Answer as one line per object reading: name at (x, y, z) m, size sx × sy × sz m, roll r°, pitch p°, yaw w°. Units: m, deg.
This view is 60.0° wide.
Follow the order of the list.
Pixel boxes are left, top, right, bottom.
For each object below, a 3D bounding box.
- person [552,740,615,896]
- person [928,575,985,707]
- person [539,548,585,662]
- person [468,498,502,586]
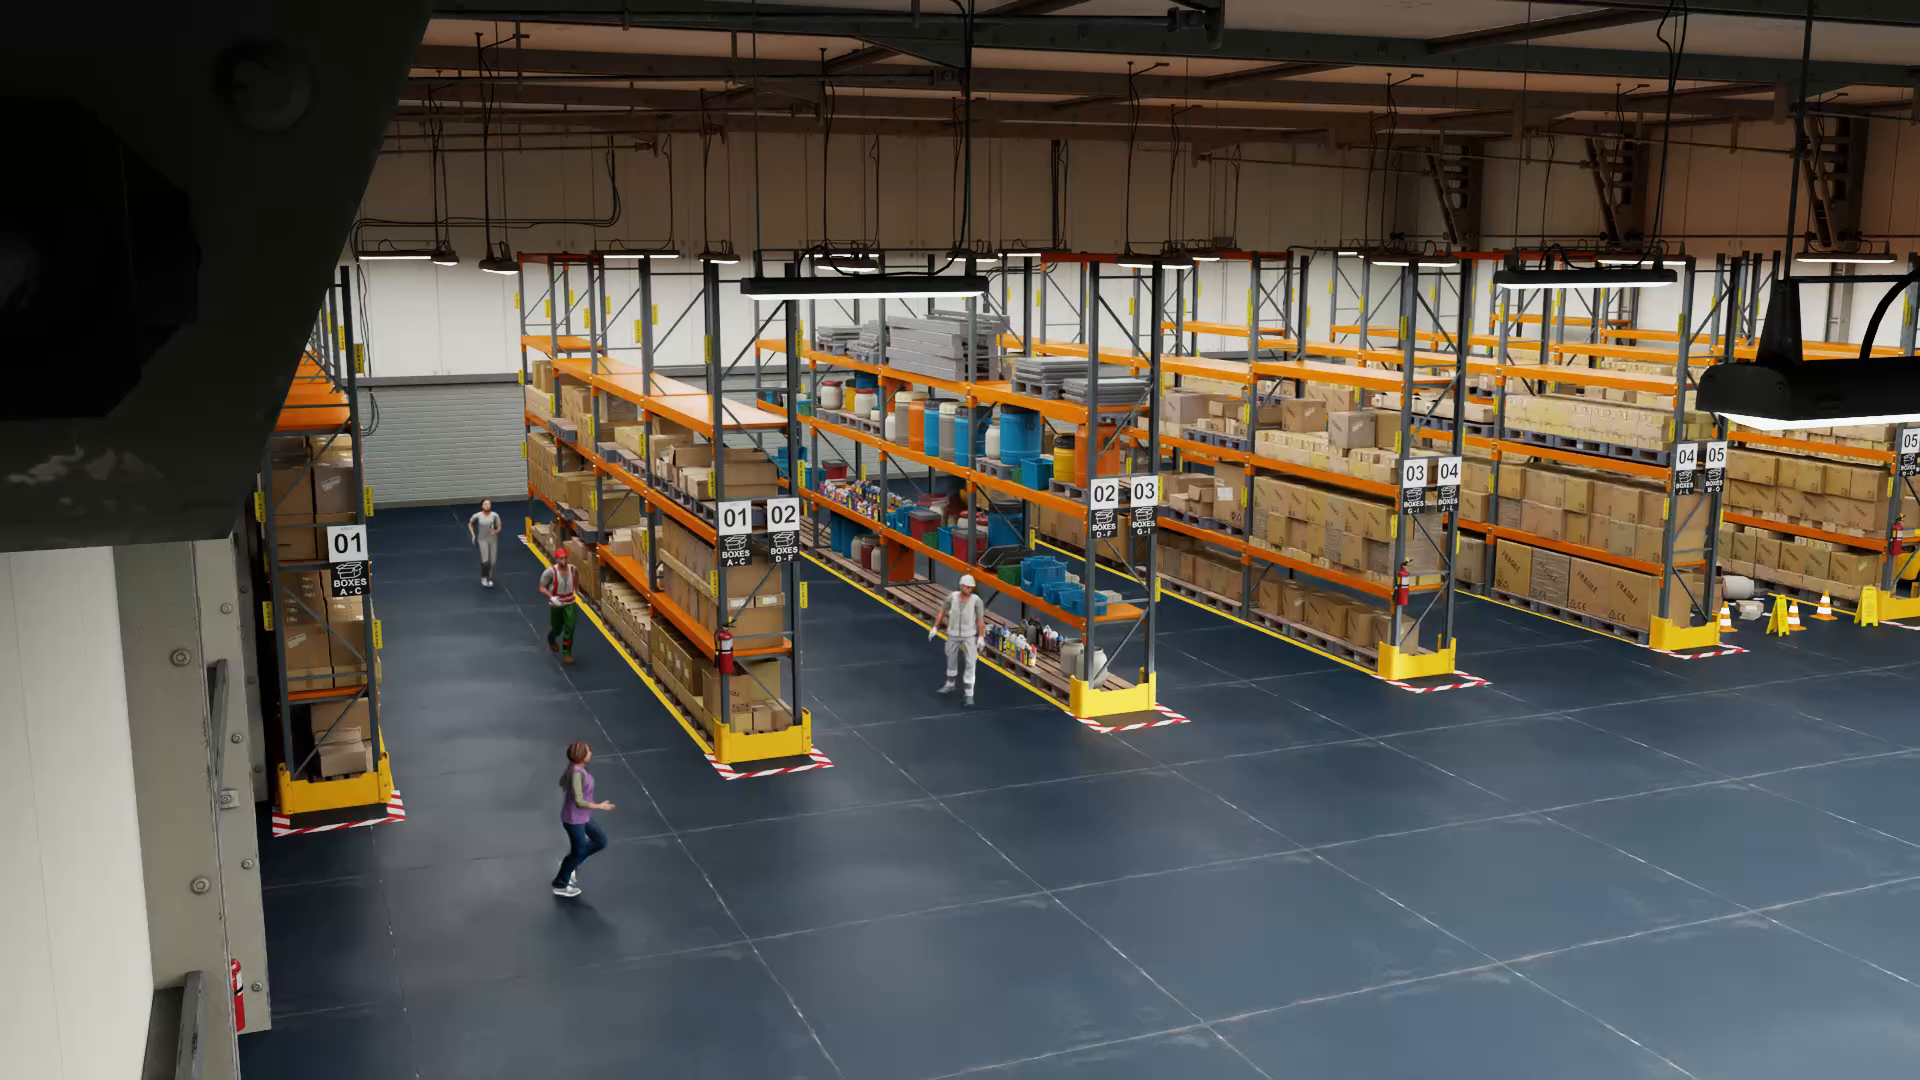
person at (-3.649, 2.678, 16.056) m, size 0.634 × 1.555 × 0.517 m, roll -1°, pitch 10°, yaw -6°
person at (-0.047, 1.338, 22.832) m, size 0.772 × 1.774 × 0.767 m, roll 1°, pitch 10°, yaw 7°
person at (-6.042, 0.946, 25.072) m, size 0.658 × 1.738 × 0.820 m, roll -6°, pitch 12°, yaw -31°
person at (-8.566, 0.052, 30.109) m, size 0.558 × 1.634 × 0.622 m, roll -5°, pitch 11°, yaw -25°
